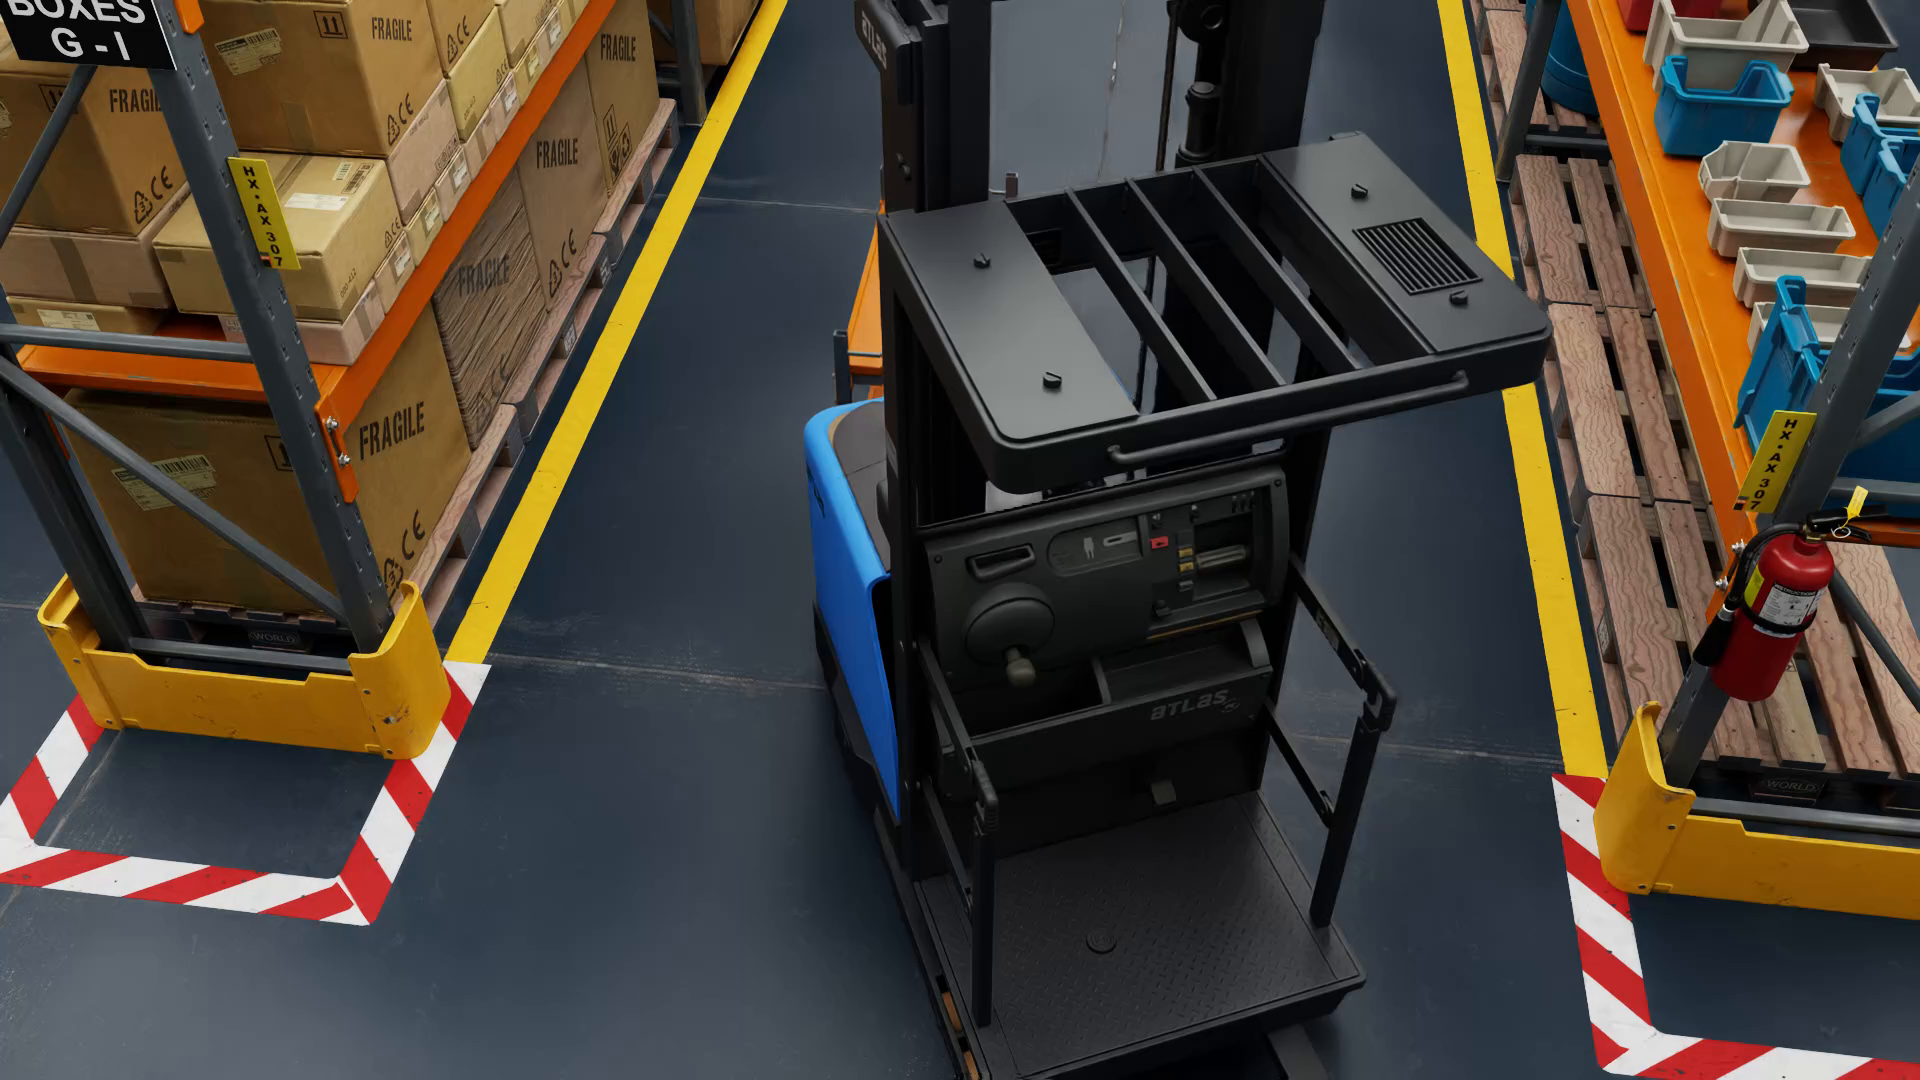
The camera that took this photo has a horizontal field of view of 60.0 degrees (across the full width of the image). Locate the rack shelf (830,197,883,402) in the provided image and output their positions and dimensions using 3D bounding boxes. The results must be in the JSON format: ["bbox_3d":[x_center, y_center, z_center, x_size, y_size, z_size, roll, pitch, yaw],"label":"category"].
[{"bbox_3d":[-0.103,-0.805,5.857,0.538,0.278,1.000,4,44,5],"label":"rack shelf"}]

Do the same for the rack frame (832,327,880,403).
[{"bbox_3d":[-0.160,-0.245,5.691,0.500,1.125,0.032,4,44,5],"label":"rack frame"}]

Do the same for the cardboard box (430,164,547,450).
[{"bbox_3d":[-2.205,-0.988,6.352,0.875,0.875,0.875,5,44,6],"label":"cardboard box"}]

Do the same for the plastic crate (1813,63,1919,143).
[{"bbox_3d":[3.176,-1.531,5.834,0.293,0.136,0.466,5,44,6],"label":"plastic crate"}]

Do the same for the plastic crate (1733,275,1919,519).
[{"bbox_3d":[2.438,-0.373,4.393,0.616,0.435,0.499,5,44,6],"label":"plastic crate"}]

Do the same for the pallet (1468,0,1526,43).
[{"bbox_3d":[3.410,-3.163,9.437,1.003,0.211,1.213,5,44,6],"label":"pallet"}]

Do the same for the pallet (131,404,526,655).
[{"bbox_3d":[-2.302,-0.083,6.184,1.003,0.211,1.213,5,44,6],"label":"pallet"}]

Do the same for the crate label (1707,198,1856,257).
[{"bbox_3d":[2.573,-0.980,5.251,0.396,0.136,0.243,5,44,6],"label":"crate label"}]

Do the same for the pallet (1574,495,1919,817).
[{"bbox_3d":[2.727,0.361,5.716,1.003,0.211,1.213,5,44,6],"label":"pallet"}]

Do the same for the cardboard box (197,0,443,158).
[{"bbox_3d":[-1.933,-1.513,5.013,0.500,0.500,0.500,4,44,4],"label":"cardboard box"}]

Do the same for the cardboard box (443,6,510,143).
[{"bbox_3d":[-1.867,-1.597,5.647,0.500,0.250,0.500,4,44,4],"label":"cardboard box"}]

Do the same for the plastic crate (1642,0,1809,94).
[{"bbox_3d":[2.724,-1.774,5.985,0.437,0.282,0.530,5,44,6],"label":"plastic crate"}]

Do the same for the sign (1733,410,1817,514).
[{"bbox_3d":[2.032,-0.192,4.152,0.100,0.325,0.005,5,44,6],"label":"sign"}]

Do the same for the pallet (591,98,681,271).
[{"bbox_3d":[-1.979,-1.746,7.941,1.003,0.211,1.213,5,44,6],"label":"pallet"}]

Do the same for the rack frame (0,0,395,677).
[{"bbox_3d":[-2.330,-0.544,4.643,1.000,3.000,0.127,5,44,6],"label":"rack frame"}]

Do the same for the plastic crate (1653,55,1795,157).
[{"bbox_3d":[2.597,-1.477,5.707,0.416,0.233,0.300,5,44,6],"label":"plastic crate"}]

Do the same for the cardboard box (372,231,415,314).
[{"bbox_3d":[-1.924,-0.839,5.138,0.380,0.149,0.250,5,44,5],"label":"cardboard box"}]

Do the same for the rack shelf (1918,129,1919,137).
[{"bbox_3d":[2.844,-2.284,4.823,1.077,0.370,4.000,5,44,6],"label":"rack shelf"}]

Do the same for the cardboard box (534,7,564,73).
[{"bbox_3d":[-1.721,-1.892,6.249,0.380,0.149,0.250,6,44,6],"label":"cardboard box"}]

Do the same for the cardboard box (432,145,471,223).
[{"bbox_3d":[-1.857,-1.192,5.510,0.380,0.149,0.250,5,44,5],"label":"cardboard box"}]

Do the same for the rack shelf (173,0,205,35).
[{"bbox_3d":[-2.066,-2.735,5.298,1.077,0.370,4.000,5,44,6],"label":"rack shelf"}]

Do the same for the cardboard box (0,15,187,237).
[{"bbox_3d":[-2.526,-1.225,4.710,0.500,0.500,0.500,6,44,6],"label":"cardboard box"}]

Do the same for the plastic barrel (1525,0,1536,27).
[{"bbox_3d":[3.291,-3.062,8.523,0.600,0.901,0.708,5,44,6],"label":"plastic barrel"}]

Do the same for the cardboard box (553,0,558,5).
[{"bbox_3d":[-1.733,-2.298,6.388,0.500,0.250,0.500,6,44,6],"label":"cardboard box"}]

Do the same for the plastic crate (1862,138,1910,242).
[{"bbox_3d":[3.112,-1.090,5.298,0.416,0.233,0.300,5,44,6],"label":"plastic crate"}]

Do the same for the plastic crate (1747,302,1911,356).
[{"bbox_3d":[2.508,-0.592,4.841,0.396,0.136,0.243,5,44,6],"label":"plastic crate"}]

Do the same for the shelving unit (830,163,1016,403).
[{"bbox_3d":[-0.103,-0.593,6.058,0.538,1.125,1.048,4,44,5],"label":"shelving unit"}]

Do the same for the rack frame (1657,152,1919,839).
[{"bbox_3d":[2.579,-0.093,4.167,1.000,3.000,0.127,5,44,6],"label":"rack frame"}]

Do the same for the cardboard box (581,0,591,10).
[{"bbox_3d":[-1.653,-2.240,6.616,0.380,0.149,0.250,6,44,6],"label":"cardboard box"}]

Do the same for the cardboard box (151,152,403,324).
[{"bbox_3d":[-1.999,-0.900,4.911,0.500,0.250,0.500,4,44,4],"label":"cardboard box"}]

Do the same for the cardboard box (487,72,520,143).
[{"bbox_3d":[-1.789,-1.541,5.878,0.380,0.149,0.250,5,44,5],"label":"cardboard box"}]

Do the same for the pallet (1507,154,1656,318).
[{"bbox_3d":[3.049,-1.302,7.472,1.003,0.211,1.213,5,44,6],"label":"pallet"}]

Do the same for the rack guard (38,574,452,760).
[{"bbox_3d":[-2.333,0.380,5.485,1.175,0.500,0.348,5,44,6],"label":"rack guard"}]

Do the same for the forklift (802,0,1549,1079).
[{"bbox_3d":[0.438,0.171,3.937,1.130,2.935,3.031,-13,45,-13],"label":"forklift"}]

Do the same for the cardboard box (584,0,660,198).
[{"bbox_3d":[-1.968,-2.208,7.640,0.875,0.875,0.875,5,44,6],"label":"cardboard box"}]
